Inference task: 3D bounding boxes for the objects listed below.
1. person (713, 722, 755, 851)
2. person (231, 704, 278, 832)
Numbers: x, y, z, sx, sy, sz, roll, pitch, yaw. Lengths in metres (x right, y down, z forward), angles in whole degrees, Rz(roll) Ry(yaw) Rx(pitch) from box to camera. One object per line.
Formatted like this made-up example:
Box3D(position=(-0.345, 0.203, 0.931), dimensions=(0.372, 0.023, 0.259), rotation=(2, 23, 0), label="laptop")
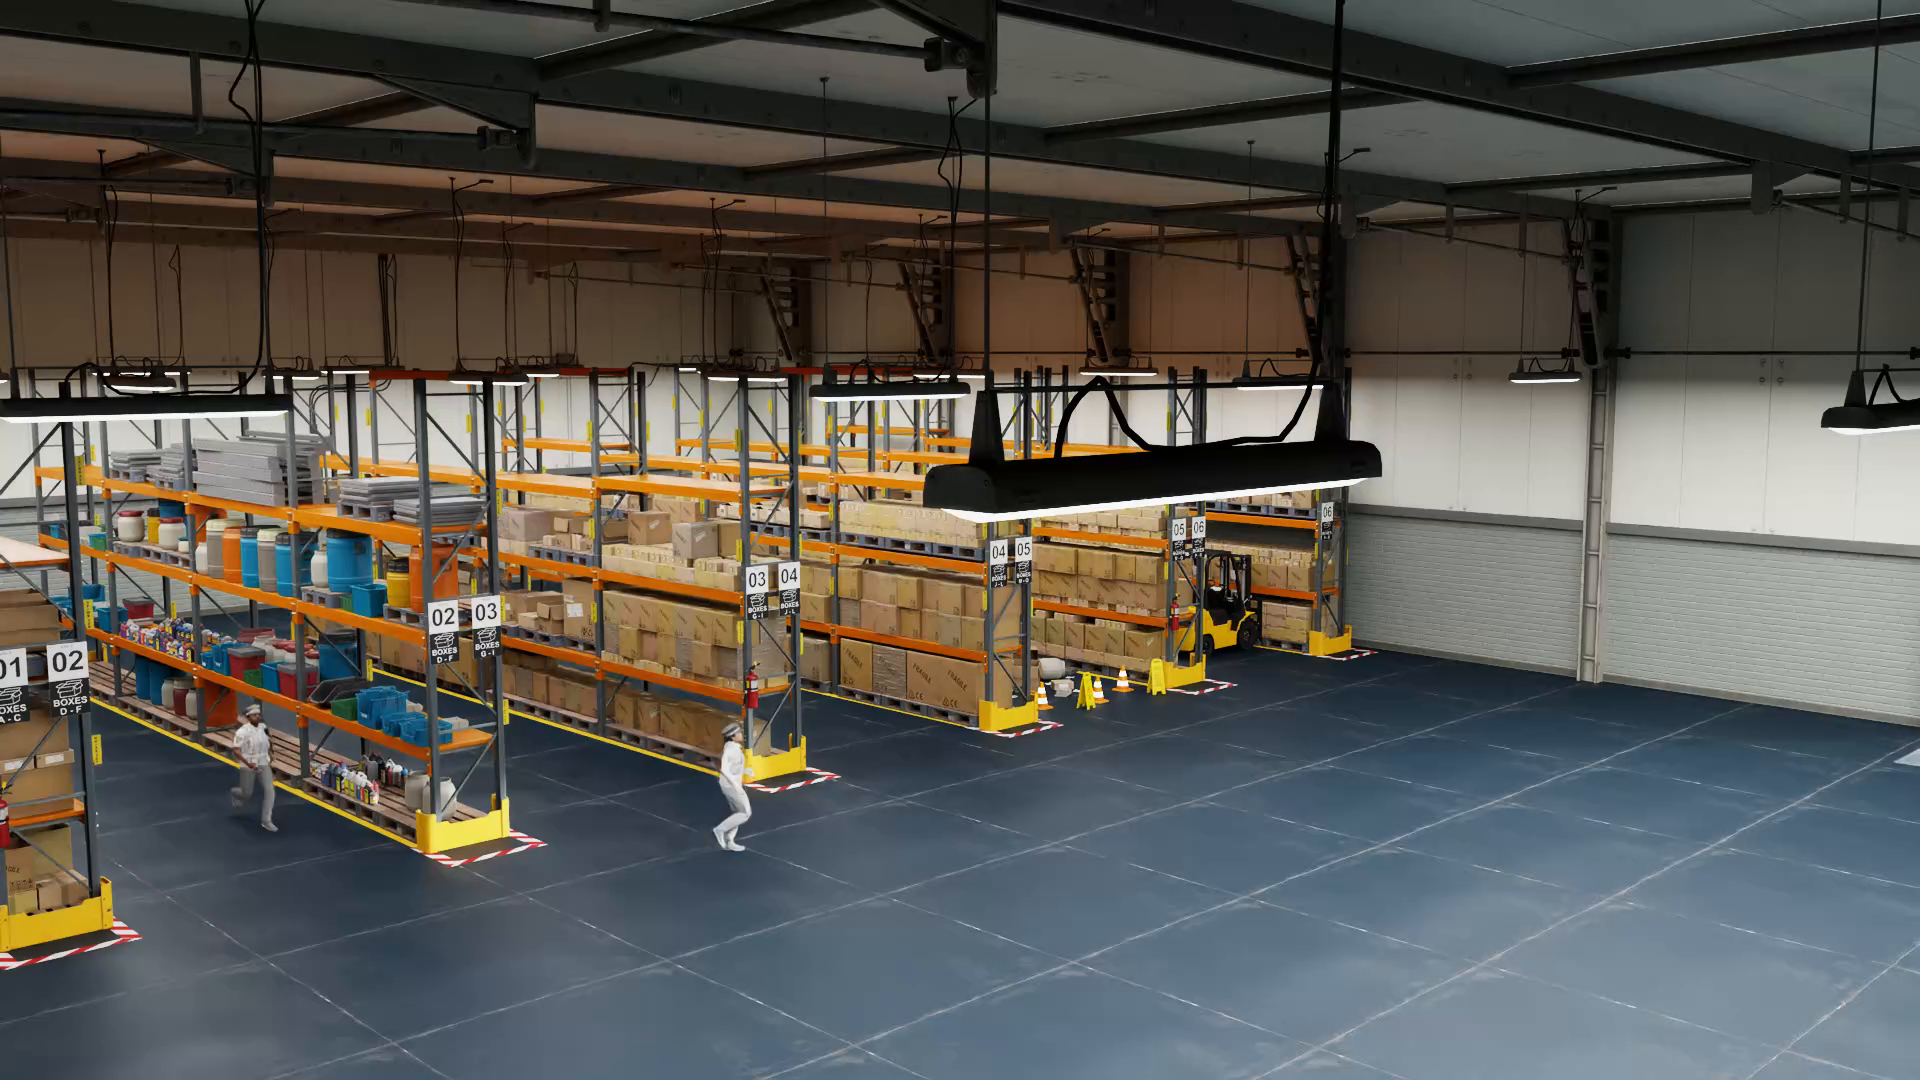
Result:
Box3D(position=(-2.883, 3.129, 21.168), dimensions=(0.575, 1.670, 0.606), rotation=(-2, 7, -14), label="person")
Box3D(position=(-9.451, 3.021, 22.253), dimensions=(0.960, 1.692, 0.557), rotation=(6, 9, 42), label="person")
